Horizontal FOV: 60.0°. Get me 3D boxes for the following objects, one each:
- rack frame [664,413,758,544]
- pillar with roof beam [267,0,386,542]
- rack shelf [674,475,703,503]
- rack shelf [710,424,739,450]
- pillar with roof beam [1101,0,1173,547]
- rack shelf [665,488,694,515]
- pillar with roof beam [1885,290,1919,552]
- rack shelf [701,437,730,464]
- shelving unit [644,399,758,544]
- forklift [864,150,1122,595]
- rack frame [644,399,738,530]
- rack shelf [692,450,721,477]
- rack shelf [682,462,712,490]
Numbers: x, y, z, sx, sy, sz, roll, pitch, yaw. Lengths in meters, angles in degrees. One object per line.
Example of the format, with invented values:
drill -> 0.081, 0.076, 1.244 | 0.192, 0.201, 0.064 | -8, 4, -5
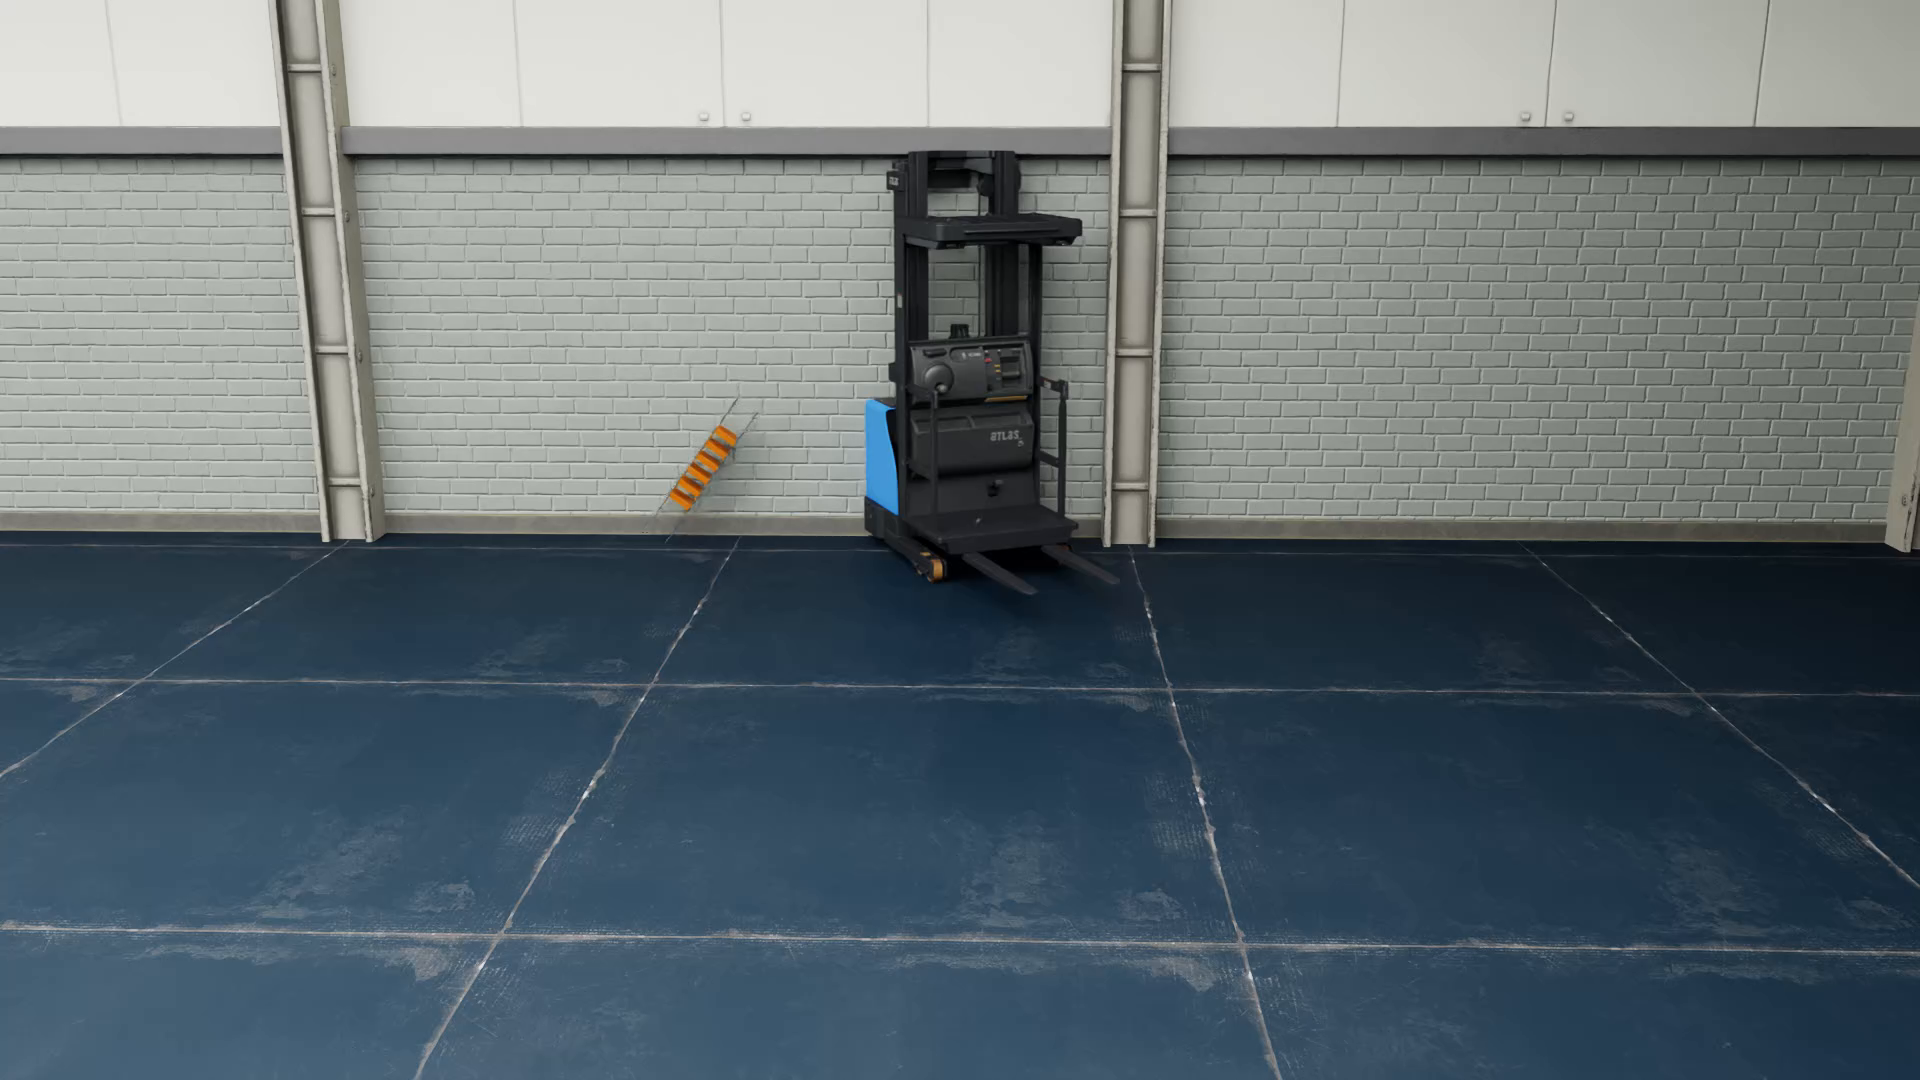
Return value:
rack frame -> -1.895, -0.473, 12.674 | 0.006, 1.200, 0.240 | 35, 7, -7
pillar with roof beam -> -4.816, -3.279, 7.627 | 0.400, 9.000, 9.100 | 0, 15, 1
rack shelf -> -2.066, -0.394, 12.681 | 0.180, 0.103, 0.258 | 35, 7, -7
rack shelf -> -1.784, -0.778, 12.625 | 0.180, 0.103, 0.258 | 35, 7, -7
pillar with roof beam -> 1.182, -3.239, 7.479 | 0.400, 9.000, 9.100 | 0, 15, 1
rack shelf -> -2.136, -0.297, 12.695 | 0.180, 0.103, 0.258 | 35, 7, -7
pillar with roof beam -> 7.180, -3.200, 7.330 | 0.400, 9.000, 9.100 | 0, 15, 1
rack shelf -> -1.855, -0.682, 12.639 | 0.180, 0.103, 0.258 | 35, 7, -7
shelving unit -> -1.969, -0.525, 12.662 | 0.189, 1.200, 0.258 | 35, 7, -7
forklift -> 0.173, -1.244, 11.810 | 1.130, 2.935, 3.031 | -6, 16, -22
rack frame -> -2.043, -0.578, 12.650 | 0.006, 1.200, 0.240 | 35, 7, -7
rack shelf -> -1.925, -0.586, 12.653 | 0.180, 0.103, 0.258 | 35, 7, -7
rack shelf -> -1.995, -0.490, 12.667 | 0.180, 0.103, 0.258 | 35, 7, -7
